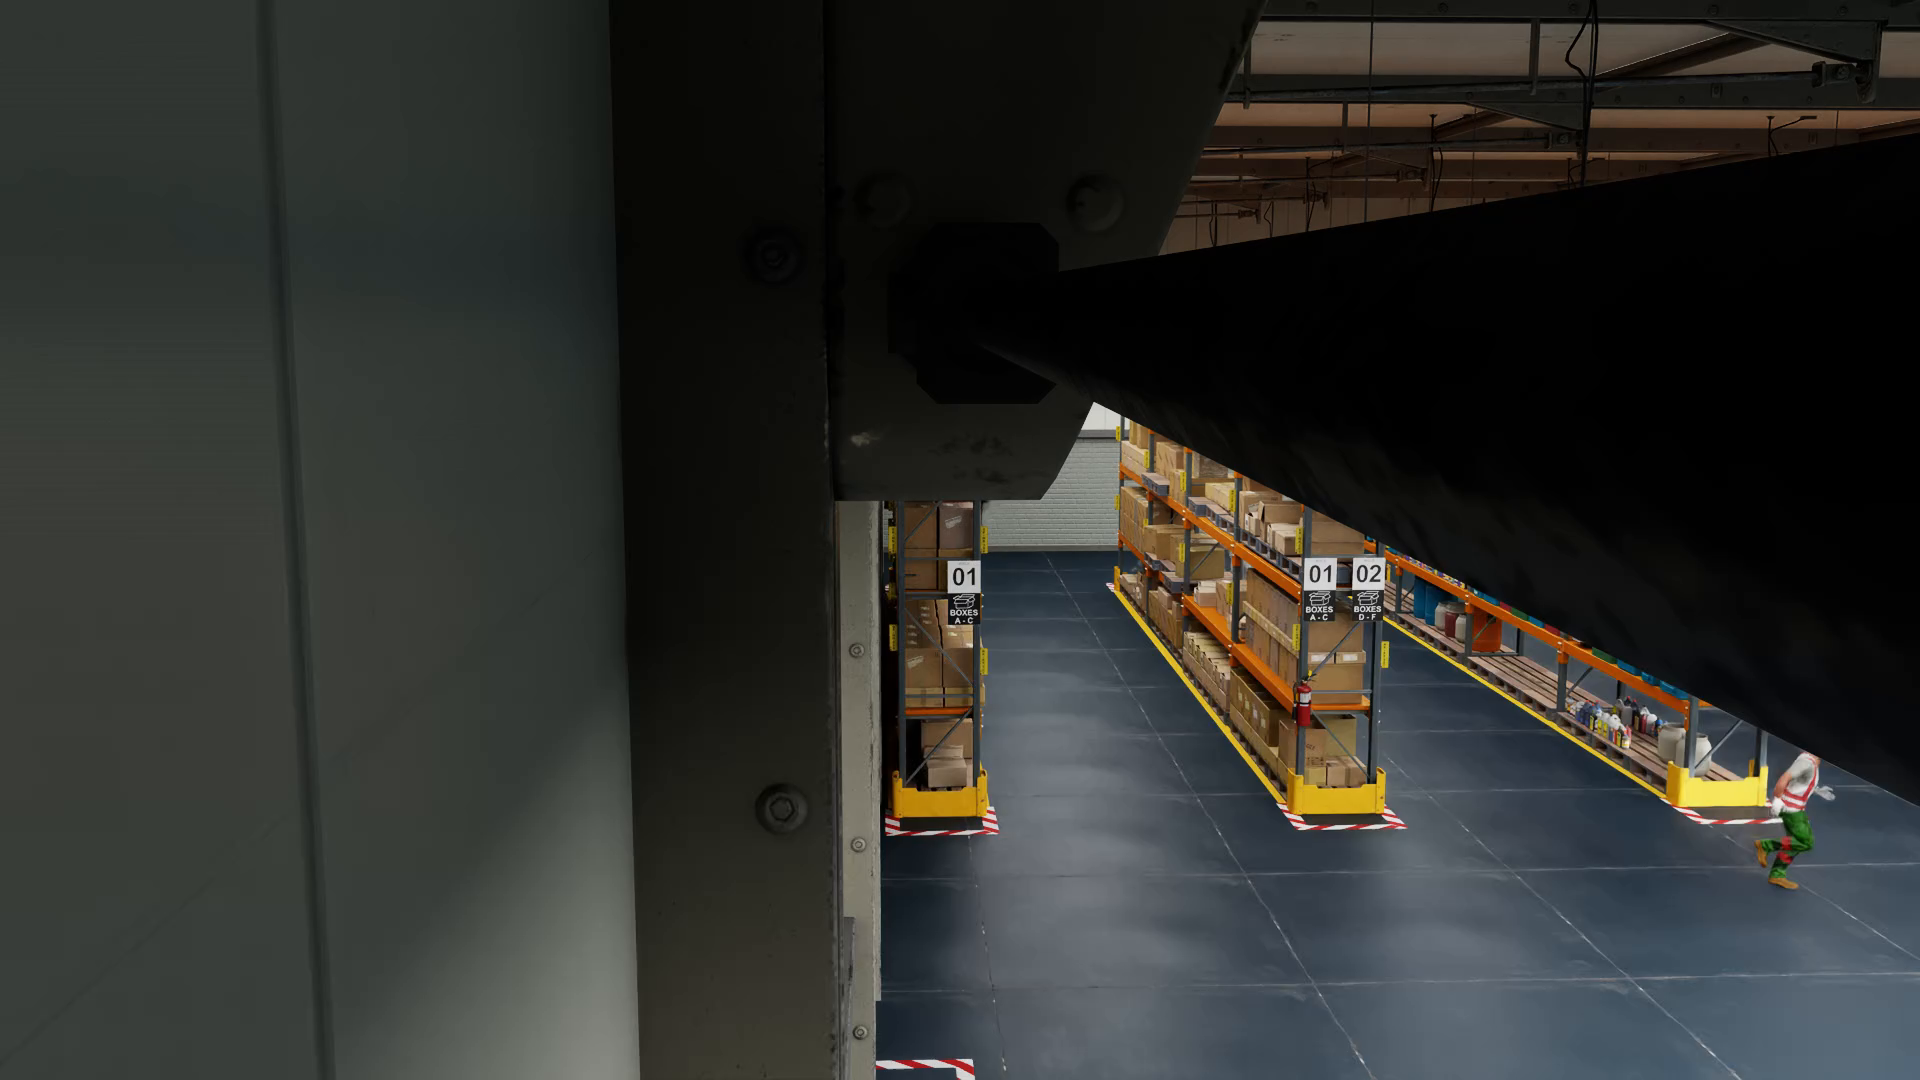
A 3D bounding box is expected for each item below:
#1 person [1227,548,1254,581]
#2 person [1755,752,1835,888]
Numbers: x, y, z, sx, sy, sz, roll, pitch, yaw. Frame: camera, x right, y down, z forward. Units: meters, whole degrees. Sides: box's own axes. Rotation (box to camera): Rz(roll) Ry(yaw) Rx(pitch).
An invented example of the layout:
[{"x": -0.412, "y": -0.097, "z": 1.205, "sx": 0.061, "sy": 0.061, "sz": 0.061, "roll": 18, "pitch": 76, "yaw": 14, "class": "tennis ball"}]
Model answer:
[{"x": 5.971, "y": 0.439, "z": 35.084, "sx": 0.699, "sy": 1.741, "sz": 0.762, "roll": -3, "pitch": 9, "yaw": -19, "class": "person"}, {"x": 9.046, "y": 2.924, "z": 18.004, "sx": 0.747, "sy": 1.708, "sz": 0.652, "roll": 4, "pitch": 9, "yaw": 25, "class": "person"}]
